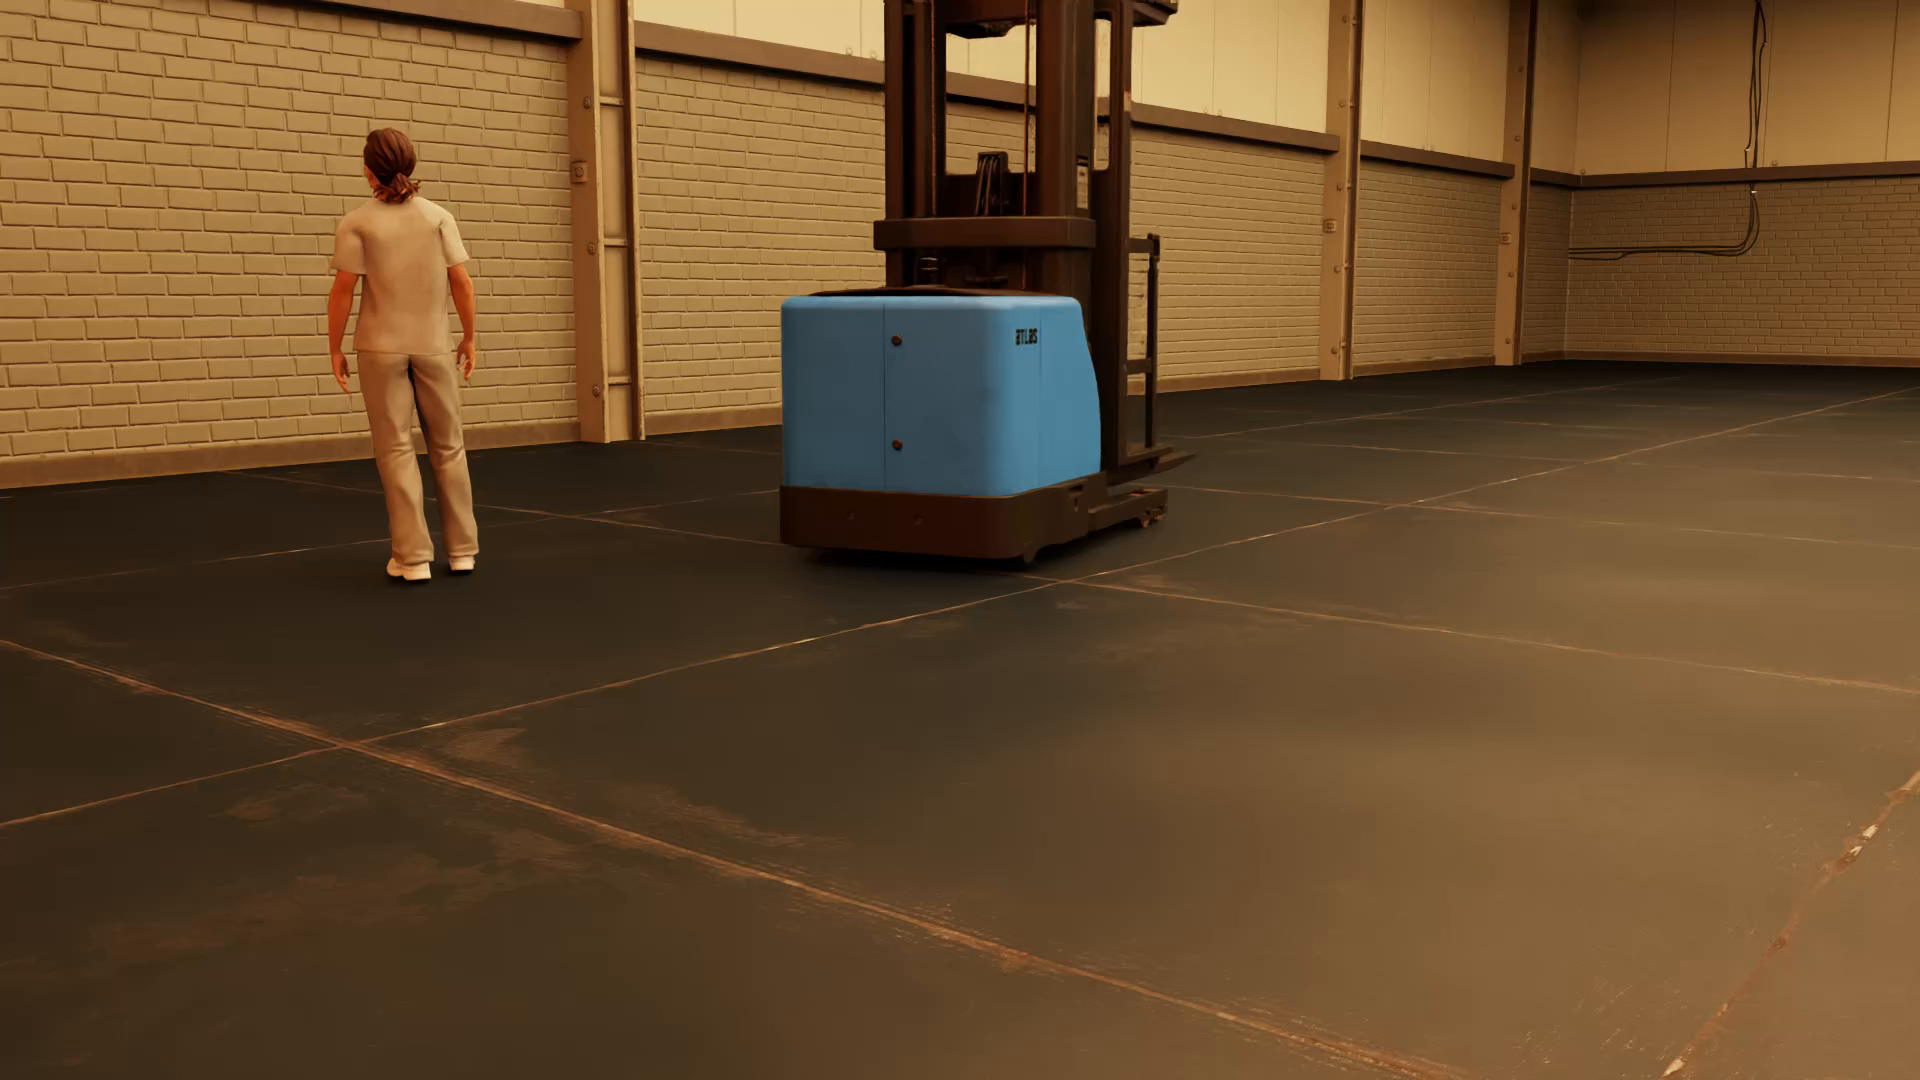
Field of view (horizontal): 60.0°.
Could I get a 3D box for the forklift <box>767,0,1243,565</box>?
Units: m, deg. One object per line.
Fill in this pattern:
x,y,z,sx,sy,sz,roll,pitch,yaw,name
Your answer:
0.421,-1.525,7.702,1.130,2.935,3.031,5,10,32,forklift

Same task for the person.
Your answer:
-2.100,-0.689,6.279,0.545,1.675,0.550,-4,9,-28,person
